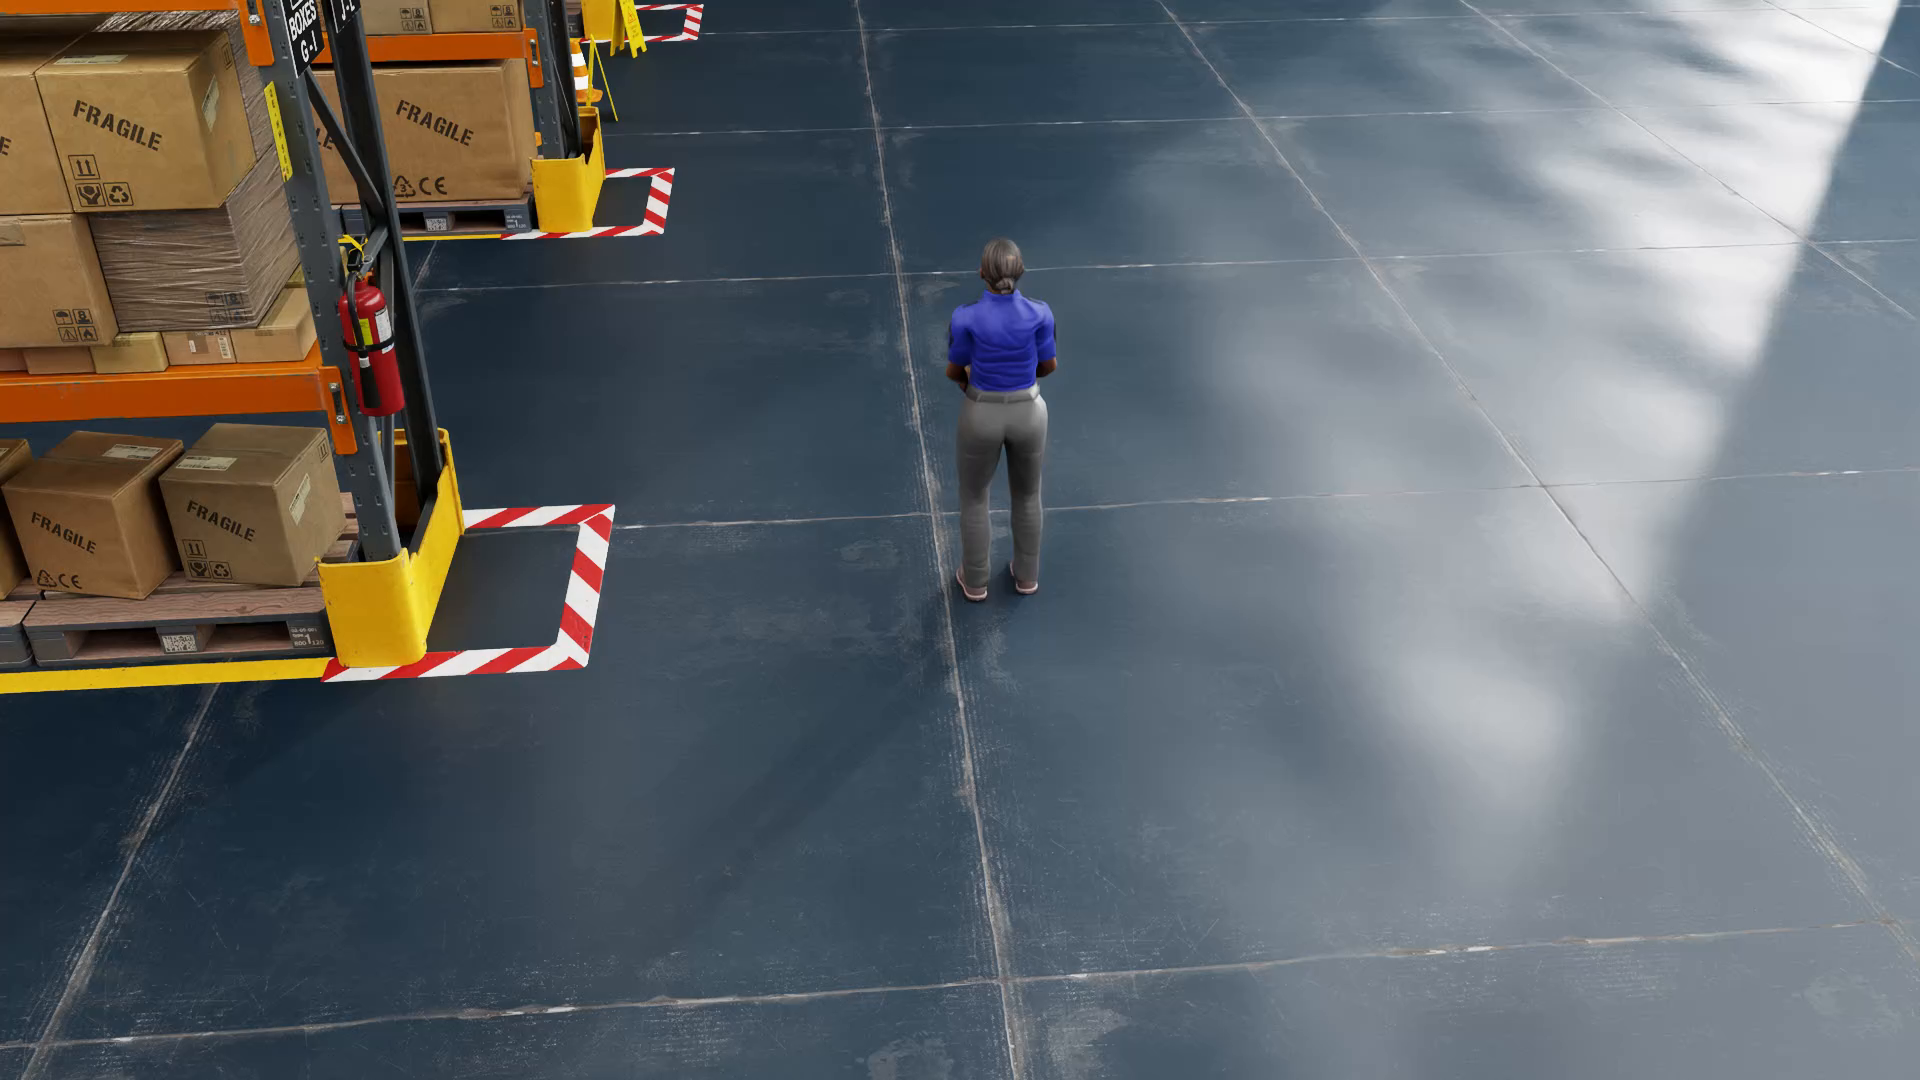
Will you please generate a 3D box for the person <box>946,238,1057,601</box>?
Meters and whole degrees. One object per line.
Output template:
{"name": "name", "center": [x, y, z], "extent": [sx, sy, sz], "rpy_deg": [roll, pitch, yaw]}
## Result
{"name": "person", "center": [0.165, -0.532, 7.015], "extent": [0.460, 1.653, 0.500], "rpy_deg": [-3, 31, -5]}
